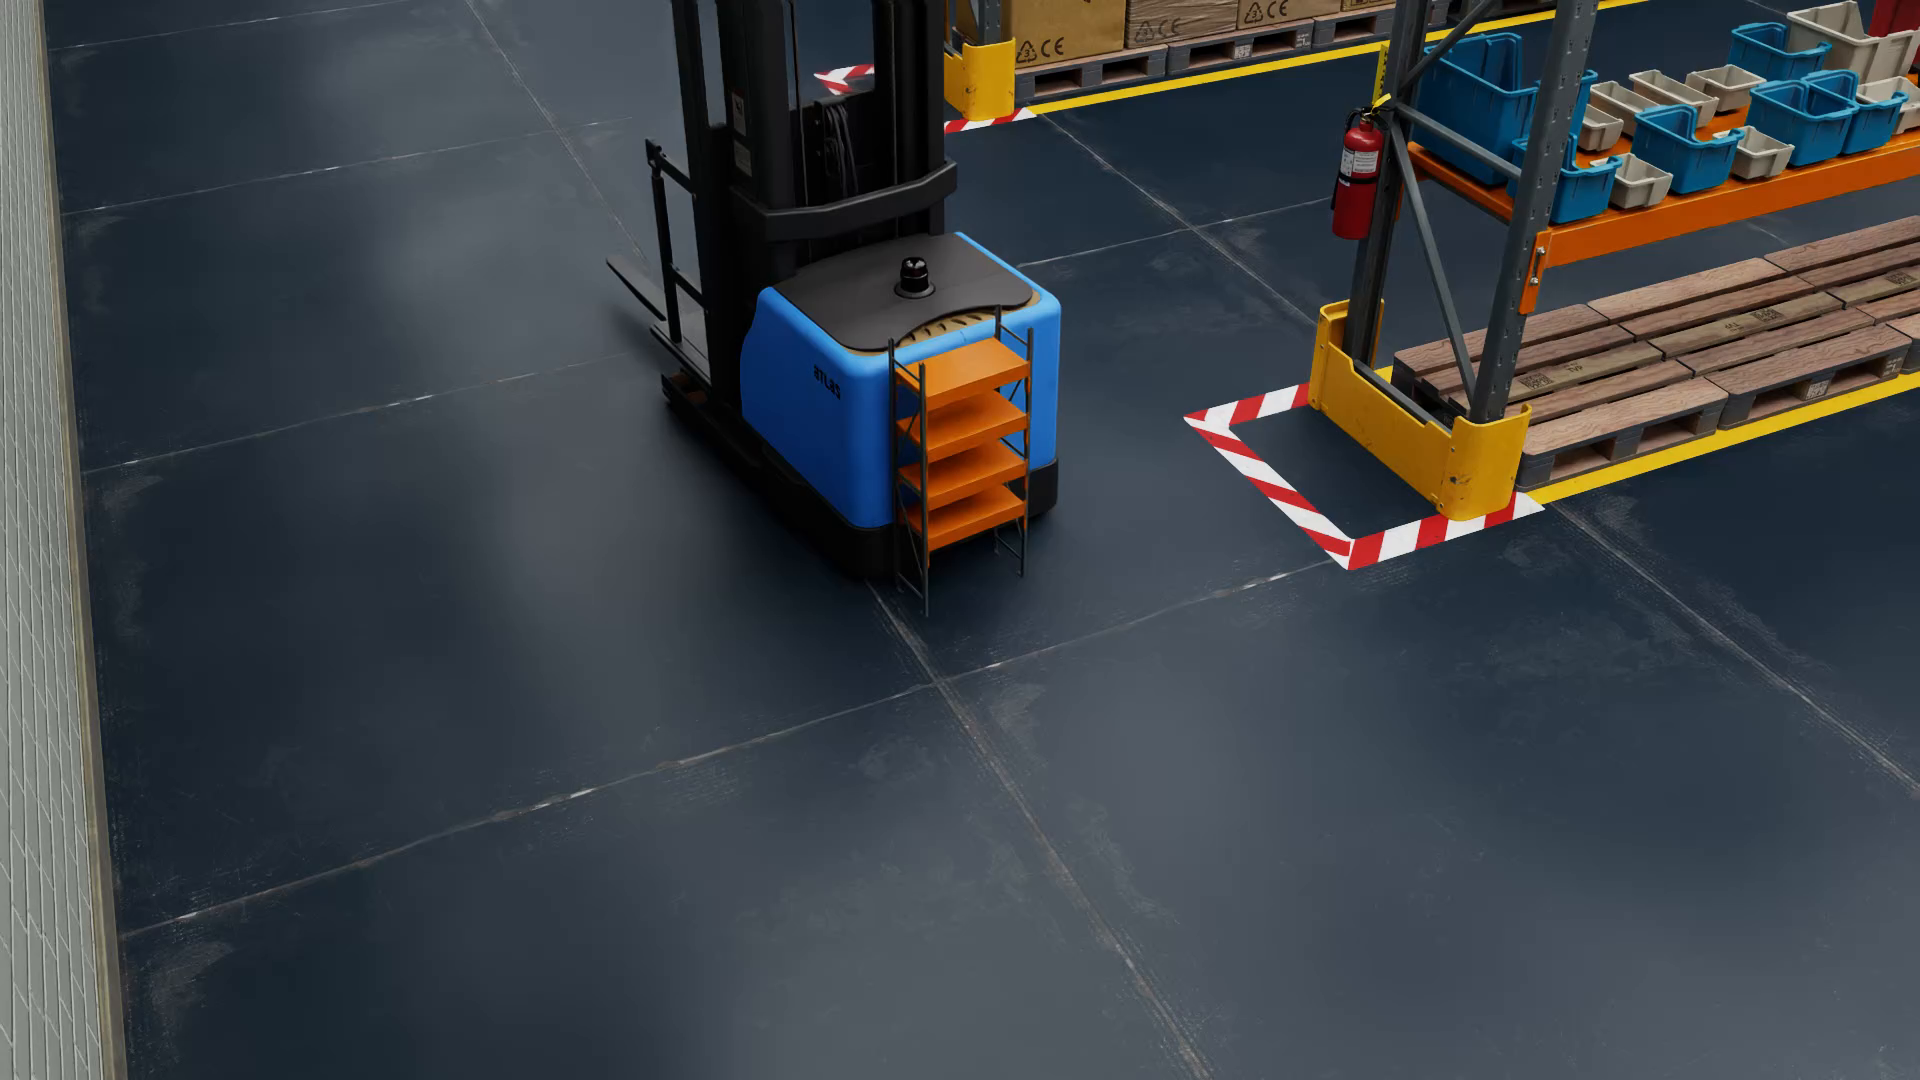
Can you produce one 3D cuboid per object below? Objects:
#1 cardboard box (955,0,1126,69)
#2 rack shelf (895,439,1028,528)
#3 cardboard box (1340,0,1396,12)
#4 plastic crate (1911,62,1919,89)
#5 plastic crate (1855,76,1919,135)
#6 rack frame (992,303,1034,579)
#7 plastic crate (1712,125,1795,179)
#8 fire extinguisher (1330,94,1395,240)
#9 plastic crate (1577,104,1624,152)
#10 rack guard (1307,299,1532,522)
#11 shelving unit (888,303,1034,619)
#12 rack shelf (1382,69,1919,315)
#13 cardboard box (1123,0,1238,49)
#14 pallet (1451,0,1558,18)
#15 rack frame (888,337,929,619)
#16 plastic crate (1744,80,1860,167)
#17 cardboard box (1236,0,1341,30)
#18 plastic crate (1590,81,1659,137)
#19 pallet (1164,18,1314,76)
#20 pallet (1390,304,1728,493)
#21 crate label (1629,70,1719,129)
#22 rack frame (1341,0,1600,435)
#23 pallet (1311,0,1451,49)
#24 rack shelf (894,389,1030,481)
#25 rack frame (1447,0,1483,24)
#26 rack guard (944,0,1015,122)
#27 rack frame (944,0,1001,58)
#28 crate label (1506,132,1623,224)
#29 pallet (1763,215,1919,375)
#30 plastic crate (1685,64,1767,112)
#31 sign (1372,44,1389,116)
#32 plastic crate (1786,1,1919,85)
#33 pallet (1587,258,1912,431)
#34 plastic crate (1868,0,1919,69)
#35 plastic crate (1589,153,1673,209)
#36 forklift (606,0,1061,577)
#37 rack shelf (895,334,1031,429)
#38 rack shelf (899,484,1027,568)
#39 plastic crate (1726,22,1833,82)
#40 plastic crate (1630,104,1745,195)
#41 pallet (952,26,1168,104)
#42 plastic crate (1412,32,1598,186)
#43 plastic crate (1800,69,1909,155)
[{"bbox_3d":[0.545,-3.837,11.336,0.875,0.875,0.875,-16,39,-20],"label":"cardboard box"},{"bbox_3d":[0.005,-0.247,6.688,0.480,0.148,0.258,-21,42,-26],"label":"rack shelf"},{"bbox_3d":[2.989,-4.520,12.257,0.875,0.875,0.875,-16,39,-20],"label":"cardboard box"},{"bbox_3d":[4.826,-2.143,7.802,0.590,0.125,0.437,-16,39,-20],"label":"plastic crate"},{"bbox_3d":[4.276,-1.973,7.563,0.466,0.136,0.293,-16,39,-20],"label":"plastic crate"},{"bbox_3d":[0.209,-0.380,6.755,0.015,1.200,0.240,-21,42,-26],"label":"rack frame"},{"bbox_3d":[3.407,-1.657,7.136,0.298,0.136,0.250,-16,39,-20],"label":"plastic crate"},{"bbox_3d":[1.774,-1.671,7.363,0.183,0.674,0.296,-16,39,-20],"label":"fire extinguisher"},{"bbox_3d":[2.765,-1.867,7.421,0.243,0.136,0.396,-16,39,-20],"label":"plastic crate"},{"bbox_3d":[2.088,-0.628,7.677,0.348,0.500,1.175,-16,39,-20],"label":"rack guard"},{"bbox_3d":[0.005,-0.301,6.648,0.503,1.200,0.258,-21,42,-26],"label":"shelving unit"},{"bbox_3d":[3.915,-1.862,7.847,4.000,0.370,1.077,-16,39,-20],"label":"rack shelf"},{"bbox_3d":[1.369,-4.067,11.646,0.875,0.875,0.875,-16,39,-20],"label":"cardboard box"},{"bbox_3d":[4.287,-4.445,13.065,1.213,0.211,1.003,-16,39,-20],"label":"pallet"},{"bbox_3d":[-0.200,-0.221,6.541,0.015,1.200,0.240,-21,42,-26],"label":"rack frame"},{"bbox_3d":[3.659,-1.820,7.276,0.300,0.233,0.416,-16,39,-20],"label":"plastic crate"},{"bbox_3d":[2.174,-4.292,11.950,0.875,0.875,0.875,-16,39,-20],"label":"cardboard box"},{"bbox_3d":[3.034,-1.933,7.509,0.243,0.136,0.396,-16,39,-20],"label":"plastic crate"},{"bbox_3d":[1.793,-3.747,12.125,1.213,0.211,1.003,-16,39,-20],"label":"pallet"},{"bbox_3d":[2.867,-0.713,8.034,1.213,0.211,1.003,-16,39,-20],"label":"pallet"},{"bbox_3d":[3.276,-2.017,7.622,0.243,0.136,0.396,-16,39,-20],"label":"crate label"},{"bbox_3d":[2.104,-1.645,6.950,0.127,3.000,1.000,-16,39,-20],"label":"rack frame"},{"bbox_3d":[2.899,-4.058,12.544,1.213,0.211,1.003,-16,39,-20],"label":"pallet"},{"bbox_3d":[0.005,-0.426,6.554,0.480,0.148,0.258,-21,42,-26],"label":"rack shelf"},{"bbox_3d":[3.621,-5.329,11.916,0.127,3.000,1.000,-16,39,-20],"label":"rack frame"},{"bbox_3d":[-0.022,-3.306,11.288,0.348,0.500,1.175,-16,39,-20],"label":"rack guard"},{"bbox_3d":[0.000,-4.316,10.551,0.127,3.000,1.000,-16,39,-20],"label":"rack frame"},{"bbox_3d":[2.467,-1.487,6.827,0.303,0.233,0.416,-16,39,-20],"label":"crate label"},{"bbox_3d":[5.076,-1.331,8.867,1.213,0.211,1.003,-16,39,-20],"label":"pallet"},{"bbox_3d":[3.536,-2.102,7.736,0.250,0.136,0.298,-16,39,-20],"label":"plastic crate"},{"bbox_3d":[1.856,-2.003,7.296,0.005,0.325,0.100,-16,39,-20],"label":"sign"},{"bbox_3d":[4.264,-2.347,7.945,0.530,0.282,0.437,-16,39,-20],"label":"plastic crate"},{"bbox_3d":[3.970,-1.019,8.447,1.213,0.211,1.003,-16,39,-20],"label":"pallet"},{"bbox_3d":[4.810,-2.617,8.156,0.583,0.464,0.402,-16,39,-20],"label":"plastic crate"},{"bbox_3d":[2.793,-1.485,6.905,0.298,0.136,0.250,-16,39,-20],"label":"plastic crate"},{"bbox_3d":[-0.794,-1.868,7.308,1.130,2.935,3.031,-21,42,-26],"label":"forklift"},{"bbox_3d":[0.005,-0.616,6.413,0.480,0.148,0.258,-21,42,-26],"label":"rack shelf"},{"bbox_3d":[0.004,-0.087,6.806,0.480,0.148,0.258,-21,42,-26],"label":"rack shelf"},{"bbox_3d":[3.854,-2.260,7.869,0.300,0.233,0.416,-16,39,-20],"label":"plastic crate"},{"bbox_3d":[3.063,-1.654,7.052,0.300,0.233,0.416,-16,39,-20],"label":"plastic crate"},{"bbox_3d":[0.690,-3.441,11.712,1.213,0.211,1.003,-16,39,-20],"label":"pallet"},{"bbox_3d":[2.328,-1.869,7.172,0.499,0.435,0.616,-16,39,-20],"label":"plastic crate"},{"bbox_3d":[3.931,-1.896,7.379,0.300,0.233,0.416,-16,39,-20],"label":"plastic crate"}]
